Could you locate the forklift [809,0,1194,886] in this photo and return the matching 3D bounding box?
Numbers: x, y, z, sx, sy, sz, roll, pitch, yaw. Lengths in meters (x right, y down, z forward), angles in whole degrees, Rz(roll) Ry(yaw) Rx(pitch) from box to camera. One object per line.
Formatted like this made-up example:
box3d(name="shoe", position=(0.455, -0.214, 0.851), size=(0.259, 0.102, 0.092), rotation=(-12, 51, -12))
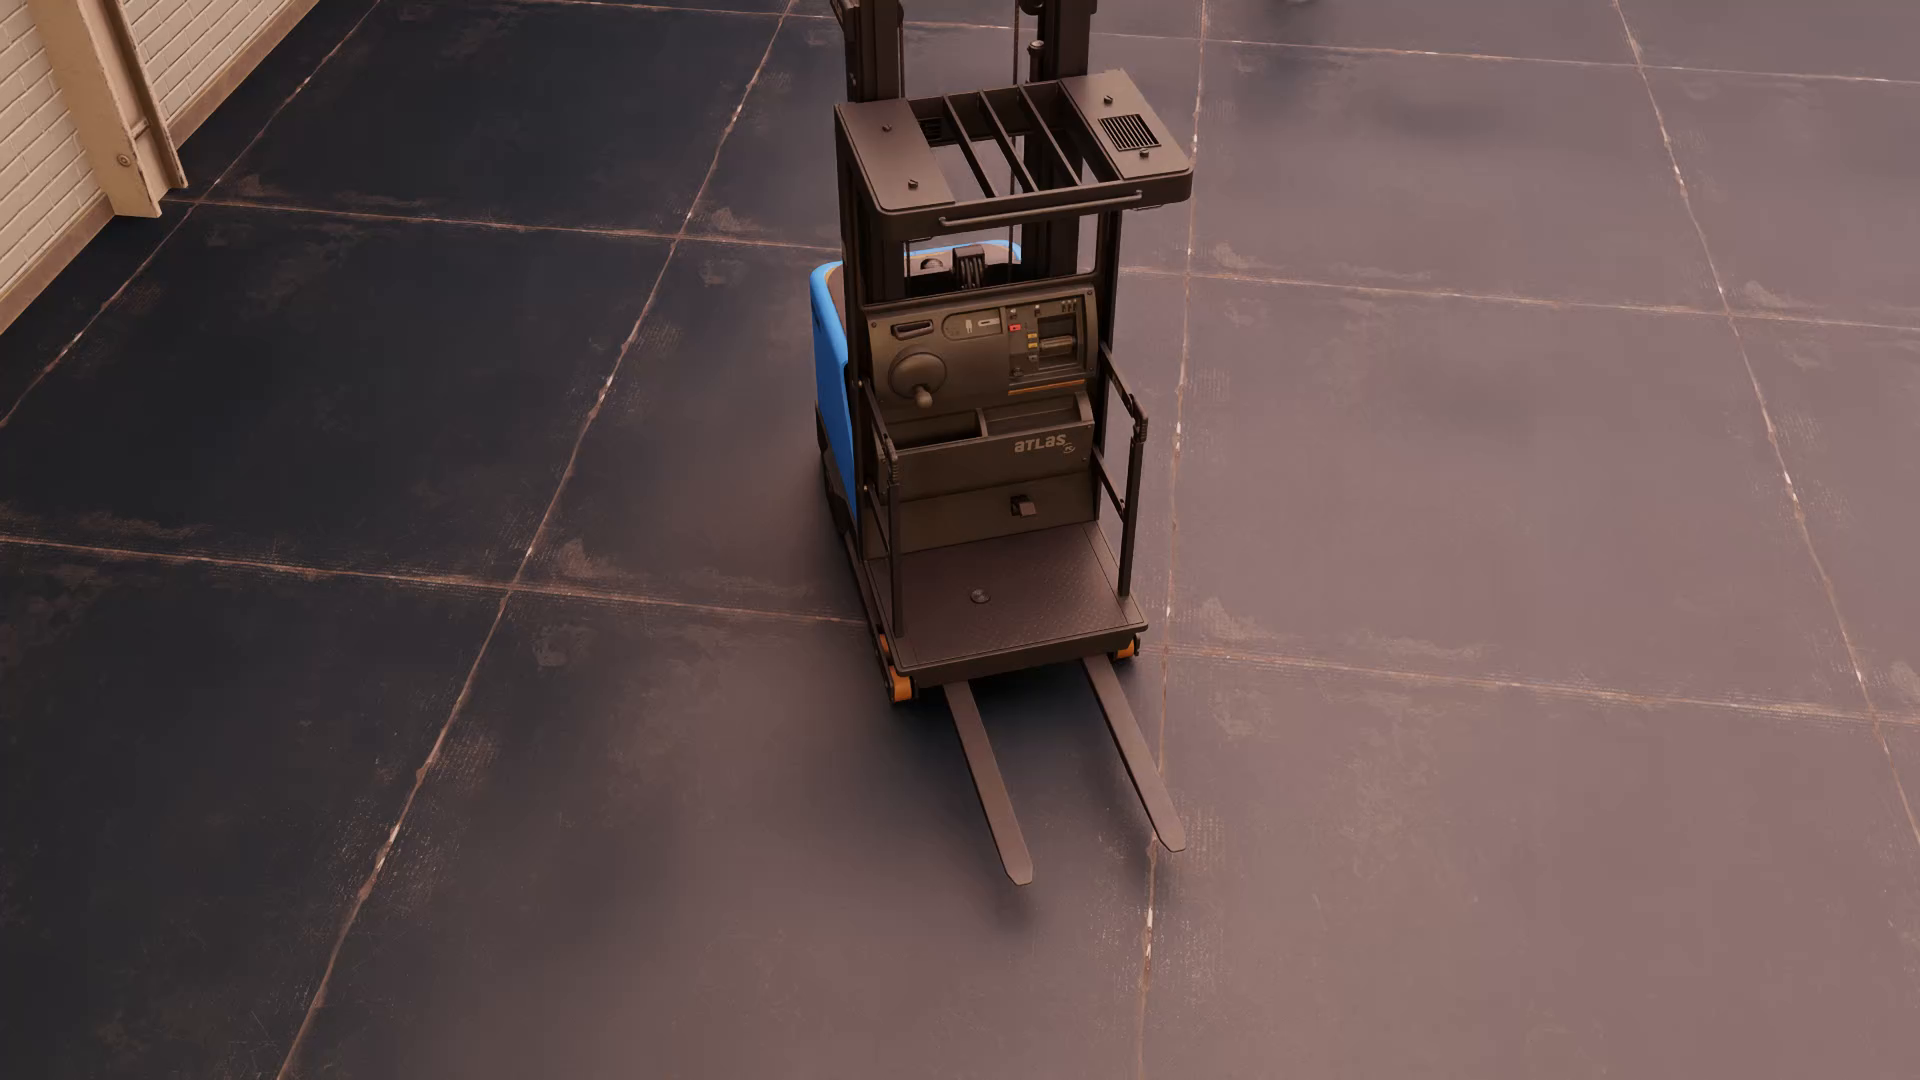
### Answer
box3d(name="forklift", position=(0.153, -0.681, 6.465), size=(1.130, 2.935, 3.031), rotation=(-10, 44, -11))
